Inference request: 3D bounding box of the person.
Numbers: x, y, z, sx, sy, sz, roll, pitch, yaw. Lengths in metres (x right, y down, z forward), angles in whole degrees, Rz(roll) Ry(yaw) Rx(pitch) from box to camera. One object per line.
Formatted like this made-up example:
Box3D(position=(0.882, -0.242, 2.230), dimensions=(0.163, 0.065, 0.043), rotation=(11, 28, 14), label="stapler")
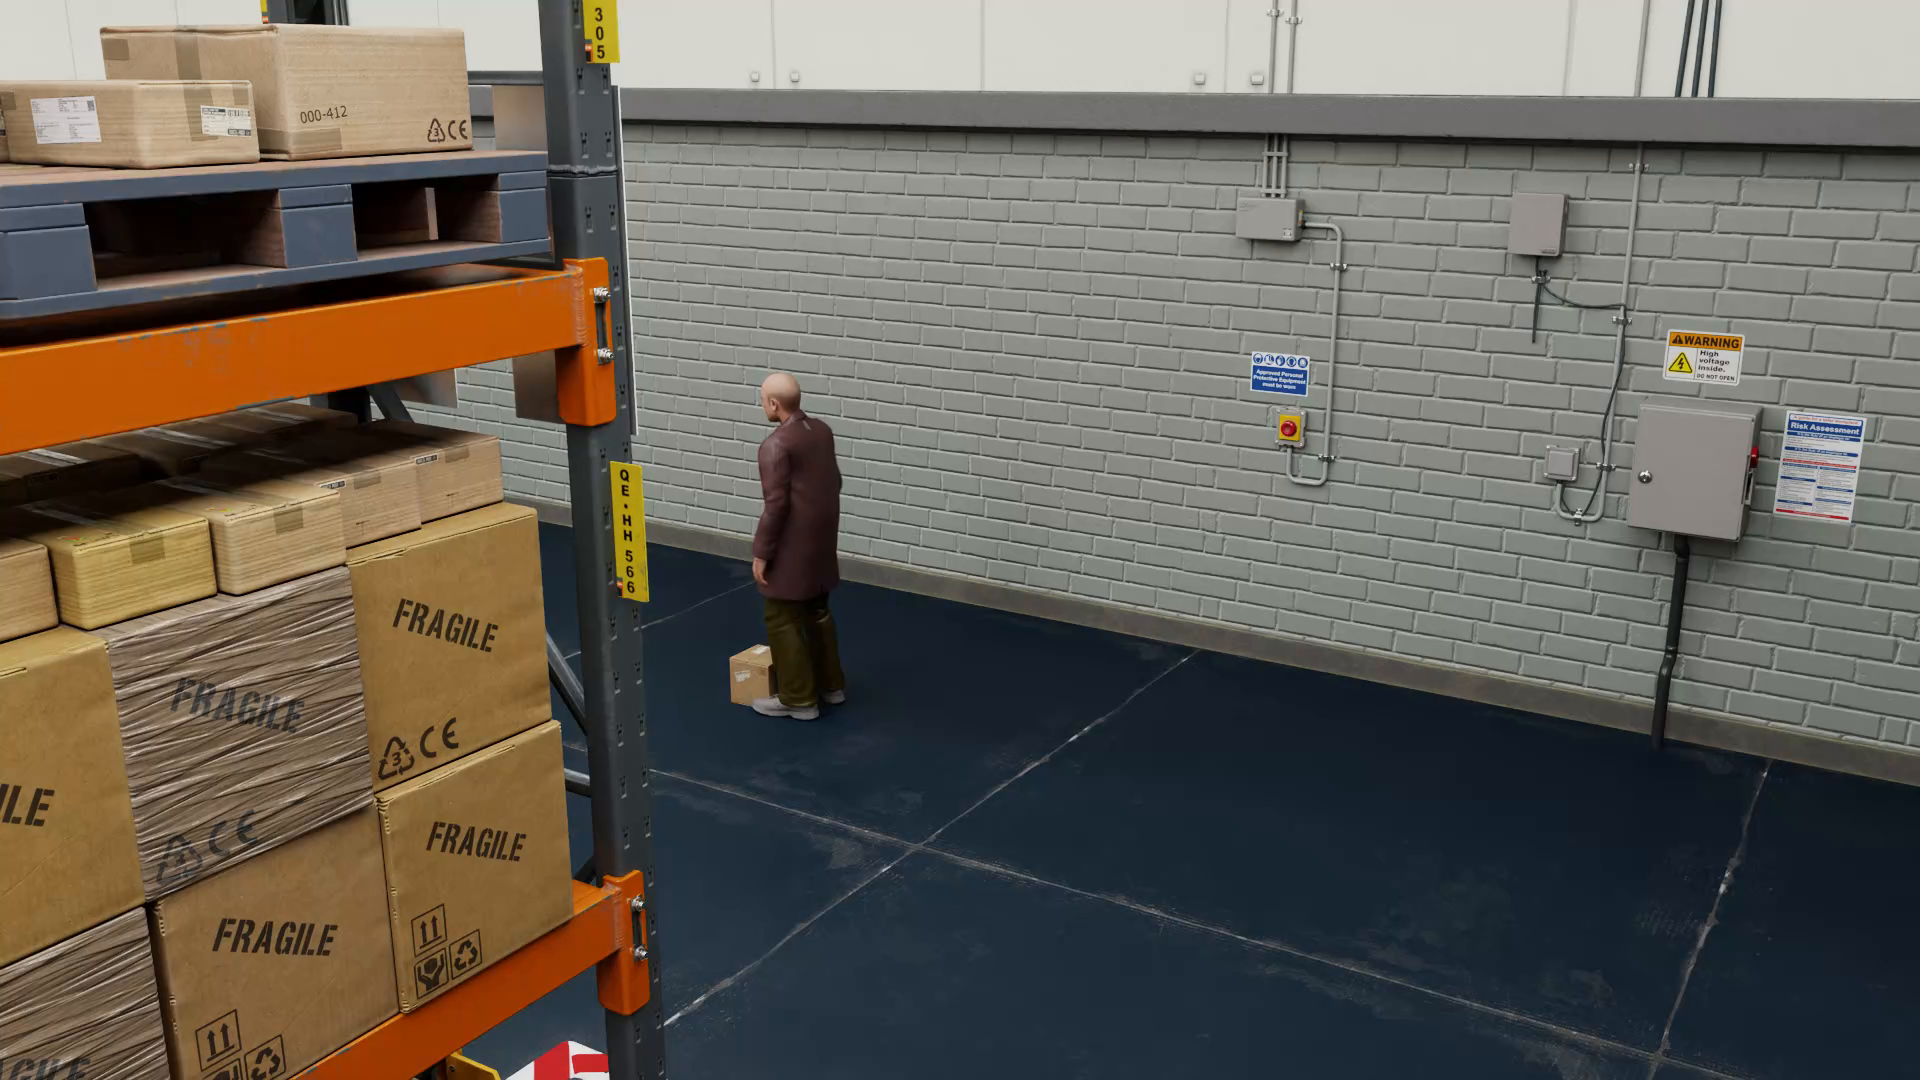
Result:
Box3D(position=(-0.829, 0.028, 8.458), dimensions=(0.416, 1.774, 0.655), rotation=(9, 18, 29), label="person")
